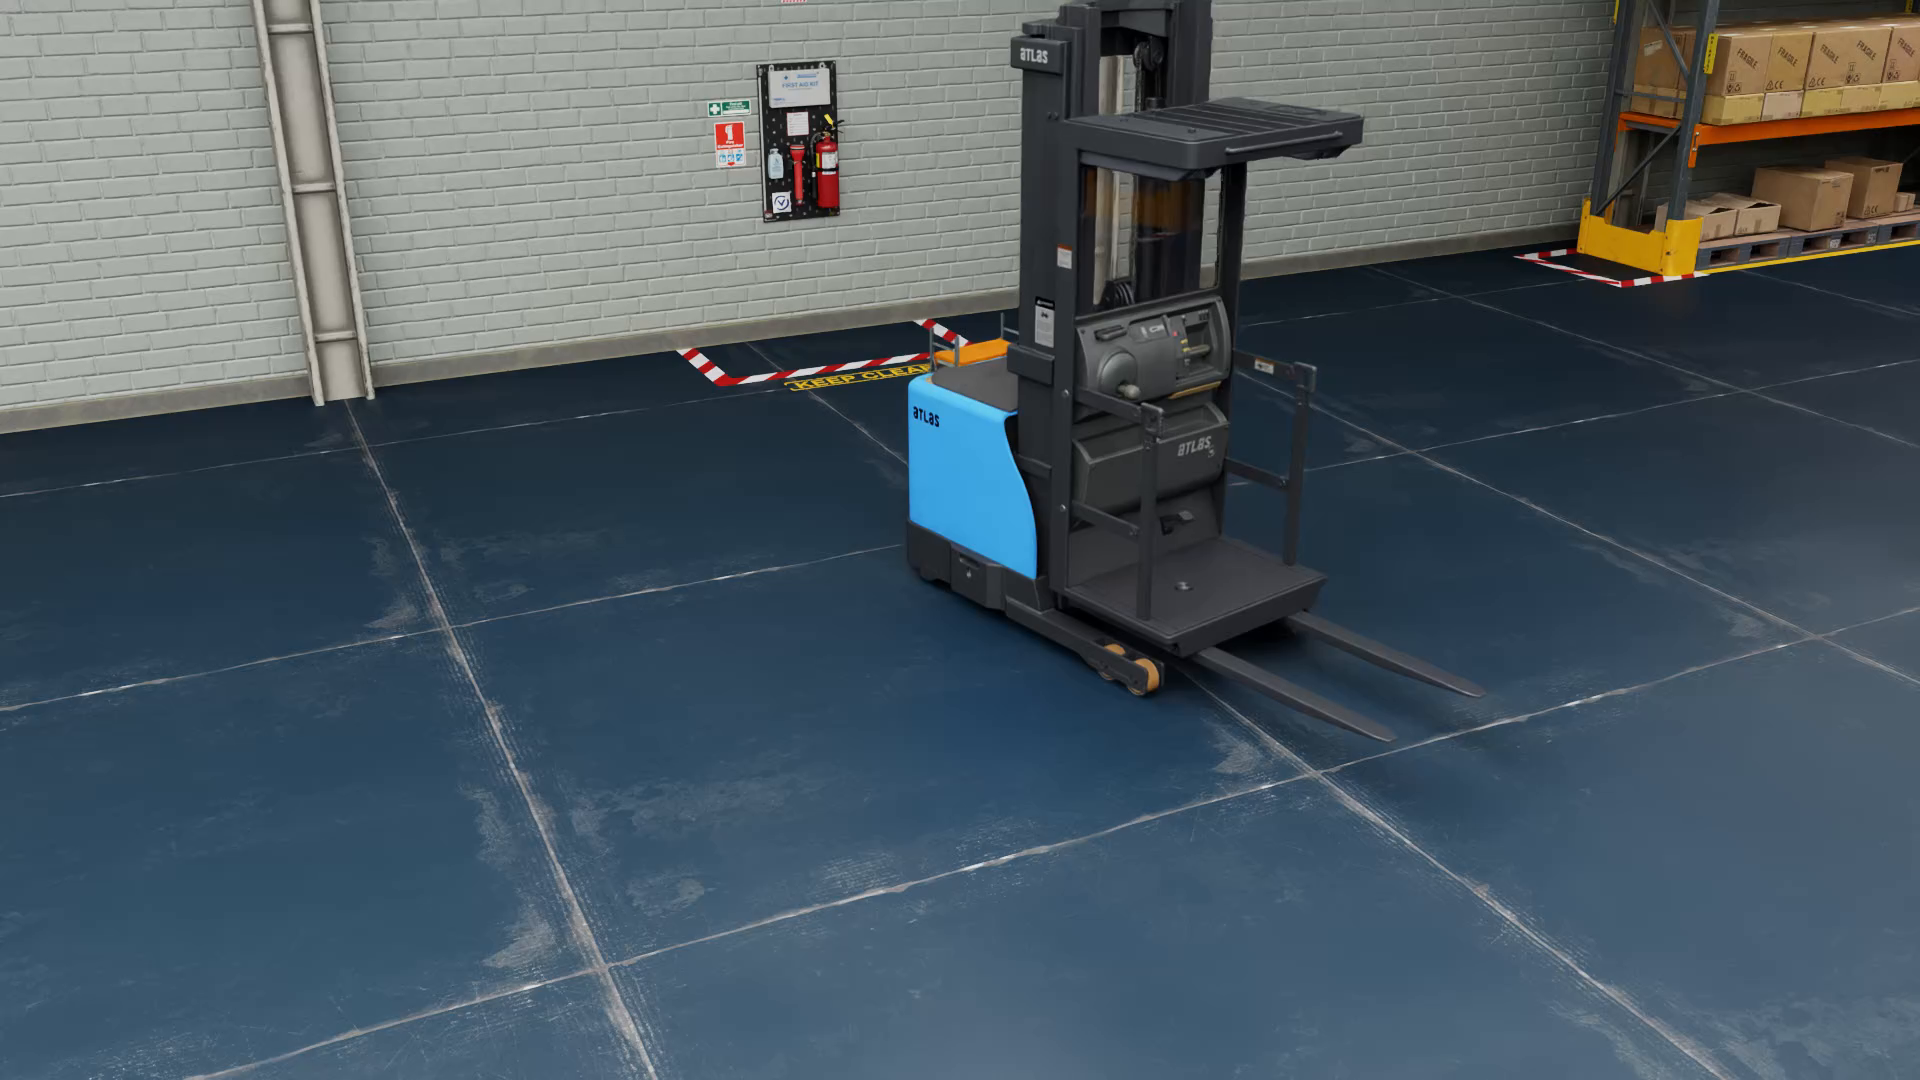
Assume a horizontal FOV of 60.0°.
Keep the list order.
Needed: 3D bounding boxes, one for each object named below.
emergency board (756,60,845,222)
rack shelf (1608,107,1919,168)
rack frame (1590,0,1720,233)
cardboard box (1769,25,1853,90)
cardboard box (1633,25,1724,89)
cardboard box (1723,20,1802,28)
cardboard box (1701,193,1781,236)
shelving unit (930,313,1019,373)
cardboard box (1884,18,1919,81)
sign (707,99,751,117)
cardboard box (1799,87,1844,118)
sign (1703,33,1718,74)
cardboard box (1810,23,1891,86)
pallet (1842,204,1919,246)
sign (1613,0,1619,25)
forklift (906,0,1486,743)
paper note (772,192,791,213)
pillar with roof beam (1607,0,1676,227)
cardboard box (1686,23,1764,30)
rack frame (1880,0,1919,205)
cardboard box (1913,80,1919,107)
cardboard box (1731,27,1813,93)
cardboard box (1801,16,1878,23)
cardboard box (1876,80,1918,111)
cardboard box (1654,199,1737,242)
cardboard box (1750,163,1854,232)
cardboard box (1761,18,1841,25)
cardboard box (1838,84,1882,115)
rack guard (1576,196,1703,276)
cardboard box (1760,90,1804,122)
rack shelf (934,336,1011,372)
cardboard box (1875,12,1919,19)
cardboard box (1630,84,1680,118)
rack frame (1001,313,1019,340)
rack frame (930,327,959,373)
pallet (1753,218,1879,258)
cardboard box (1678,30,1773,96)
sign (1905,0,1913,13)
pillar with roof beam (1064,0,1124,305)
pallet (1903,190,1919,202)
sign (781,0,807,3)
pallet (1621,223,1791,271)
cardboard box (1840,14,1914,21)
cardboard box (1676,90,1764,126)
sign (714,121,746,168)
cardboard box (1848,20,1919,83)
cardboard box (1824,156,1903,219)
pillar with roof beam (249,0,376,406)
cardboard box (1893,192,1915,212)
[{"bbox_3d":[-1.174,-2.995,12.563,0.643,1.169,0.194,-10,25,-24],"label":"emergency board"},{"bbox_3d":[8.023,-3.972,15.864,4.000,0.370,1.077,-10,25,-24],"label":"rack shelf"},{"bbox_3d":[6.220,-3.973,14.925,0.127,3.000,1.000,-10,25,-24],"label":"rack frame"},{"bbox_3d":[7.699,-4.397,15.139,0.500,0.500,0.500,-11,25,-25],"label":"cardboard box"},{"bbox_3d":[6.553,-4.410,15.172,0.500,0.500,0.500,-11,25,-24],"label":"cardboard box"},{"bbox_3d":[7.475,-4.578,15.577,0.500,0.500,0.500,-11,25,-25],"label":"cardboard box"},{"bbox_3d":[7.397,-3.112,15.786,0.500,0.311,0.500,-8,24,-19],"label":"cardboard box"},{"bbox_3d":[0.110,-0.599,9.127,0.503,1.200,0.258,-17,28,-35],"label":"shelving unit"},{"bbox_3d":[9.086,-4.653,15.758,0.500,0.500,0.500,-11,25,-24],"label":"cardboard box"},{"bbox_3d":[-1.709,-3.198,12.313,0.331,0.109,0.001,-10,25,-24],"label":"sign"},{"bbox_3d":[7.721,-4.058,15.300,0.500,0.250,0.500,-11,25,-24],"label":"cardboard box"},{"bbox_3d":[6.456,-4.186,14.308,0.005,0.325,0.100,-10,25,-24],"label":"sign"},{"bbox_3d":[8.159,-4.486,15.356,0.500,0.500,0.500,-10,24,-22],"label":"cardboard box"},{"bbox_3d":[9.235,-3.224,16.763,1.213,0.211,1.003,-10,25,-24],"label":"pallet"},{"bbox_3d":[5.998,-4.848,15.113,0.005,0.325,0.100,-10,25,-24],"label":"sign"},{"bbox_3d":[1.036,-0.864,7.506,1.130,2.935,3.031,-17,28,-36],"label":"forklift"},{"bbox_3d":[-1.363,-2.582,12.718,0.142,0.148,0.016,-10,25,-24],"label":"paper note"},{"bbox_3d":[8.343,-5.675,11.194,0.400,9.000,9.100,-10,25,-24],"label":"pillar with roof beam"},{"bbox_3d":[7.011,-4.491,15.366,0.500,0.500,0.500,-10,25,-23],"label":"cardboard box"},{"bbox_3d":[9.825,-4.636,16.528,0.127,3.000,1.000,-10,25,-24],"label":"rack frame"},{"bbox_3d":[9.077,-4.313,15.918,0.500,0.250,0.500,-10,25,-23],"label":"cardboard box"},{"bbox_3d":[7.231,-4.313,14.937,0.500,0.500,0.500,-10,25,-23],"label":"cardboard box"},{"bbox_3d":[8.391,-4.751,15.996,0.500,0.500,0.500,-10,24,-22],"label":"cardboard box"},{"bbox_3d":[8.630,-4.224,15.704,0.500,0.250,0.500,-11,25,-24],"label":"cardboard box"},{"bbox_3d":[6.883,-3.017,15.558,0.500,0.311,0.500,-14,26,-30],"label":"cardboard box"},{"bbox_3d":[8.079,-3.304,16.002,0.500,0.500,0.700,-12,25,-27],"label":"cardboard box"},{"bbox_3d":[7.929,-4.661,15.778,0.500,0.500,0.500,-10,25,-23],"label":"cardboard box"},{"bbox_3d":[8.178,-4.141,15.501,0.500,0.250,0.500,-10,25,-23],"label":"cardboard box"},{"bbox_3d":[6.289,-2.830,15.434,0.348,0.500,1.175,-10,25,-24],"label":"rack guard"},{"bbox_3d":[7.260,-3.975,15.101,0.500,0.250,0.500,-11,25,-25],"label":"cardboard box"},{"bbox_3d":[0.110,-0.962,8.977,0.480,0.148,0.258,-17,28,-35],"label":"rack shelf"},{"bbox_3d":[9.311,-4.917,16.395,0.500,0.500,0.500,-11,25,-25],"label":"cardboard box"},{"bbox_3d":[6.558,-4.057,15.299,0.500,0.250,0.500,-10,25,-23],"label":"cardboard box"},{"bbox_3d":[0.303,-0.656,9.265,0.015,1.200,0.240,-17,28,-35],"label":"rack frame"},{"bbox_3d":[-0.083,-0.541,8.988,0.015,1.200,0.240,-17,28,-35],"label":"rack frame"},{"bbox_3d":[8.134,-3.020,16.270,1.213,0.211,1.003,-10,25,-24],"label":"pallet"},{"bbox_3d":[6.781,-4.235,14.748,0.500,0.500,0.500,-10,25,-24],"label":"cardboard box"},{"bbox_3d":[9.581,-5.362,16.767,0.005,0.325,0.100,-10,25,-24],"label":"sign"},{"bbox_3d":[2.937,-4.680,8.790,0.400,9.000,9.100,-10,25,-24],"label":"pillar with roof beam"},{"bbox_3d":[10.526,-3.477,17.375,1.213,0.211,1.003,-10,25,-24],"label":"pallet"},{"bbox_3d":[-1.224,-4.099,12.199,0.199,0.298,0.001,-10,25,-24],"label":"sign"},{"bbox_3d":[7.036,-2.819,15.785,1.213,0.211,1.003,-10,25,-24],"label":"pallet"},{"bbox_3d":[8.843,-4.832,16.191,0.500,0.500,0.500,-11,25,-24],"label":"cardboard box"},{"bbox_3d":[6.798,-3.884,14.881,0.500,0.250,0.500,-11,25,-25],"label":"cardboard box"},{"bbox_3d":[-1.716,-2.955,12.420,0.234,0.329,0.001,-10,25,-24],"label":"sign"},{"bbox_3d":[8.627,-4.573,15.565,0.500,0.500,0.500,-11,25,-25],"label":"cardboard box"},{"bbox_3d":[8.907,-3.498,16.473,0.500,0.500,0.500,-12,26,-28],"label":"cardboard box"},{"bbox_3d":[-2.470,-3.685,6.385,0.400,9.000,9.100,-10,25,-24],"label":"pillar with roof beam"},{"bbox_3d":[9.356,-3.431,16.746,0.250,0.166,0.380,-14,26,-30],"label":"cardboard box"}]
